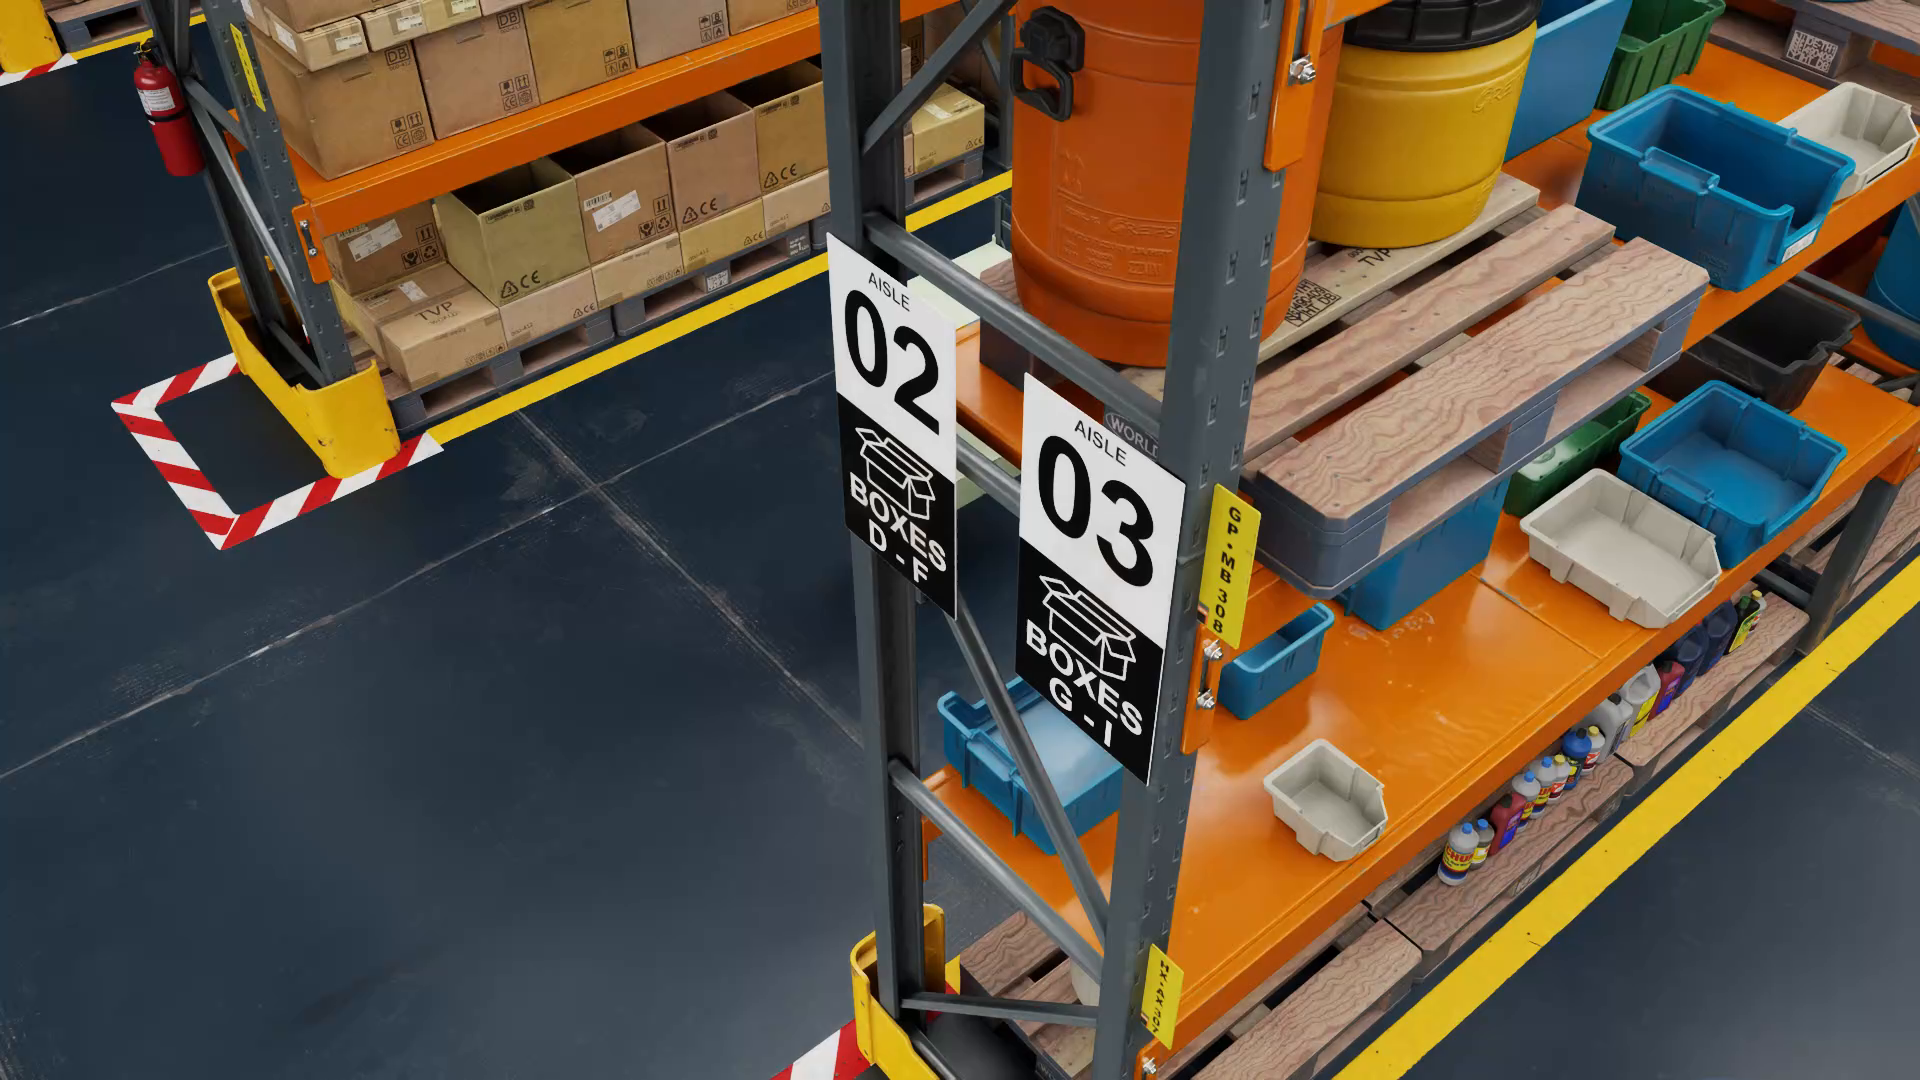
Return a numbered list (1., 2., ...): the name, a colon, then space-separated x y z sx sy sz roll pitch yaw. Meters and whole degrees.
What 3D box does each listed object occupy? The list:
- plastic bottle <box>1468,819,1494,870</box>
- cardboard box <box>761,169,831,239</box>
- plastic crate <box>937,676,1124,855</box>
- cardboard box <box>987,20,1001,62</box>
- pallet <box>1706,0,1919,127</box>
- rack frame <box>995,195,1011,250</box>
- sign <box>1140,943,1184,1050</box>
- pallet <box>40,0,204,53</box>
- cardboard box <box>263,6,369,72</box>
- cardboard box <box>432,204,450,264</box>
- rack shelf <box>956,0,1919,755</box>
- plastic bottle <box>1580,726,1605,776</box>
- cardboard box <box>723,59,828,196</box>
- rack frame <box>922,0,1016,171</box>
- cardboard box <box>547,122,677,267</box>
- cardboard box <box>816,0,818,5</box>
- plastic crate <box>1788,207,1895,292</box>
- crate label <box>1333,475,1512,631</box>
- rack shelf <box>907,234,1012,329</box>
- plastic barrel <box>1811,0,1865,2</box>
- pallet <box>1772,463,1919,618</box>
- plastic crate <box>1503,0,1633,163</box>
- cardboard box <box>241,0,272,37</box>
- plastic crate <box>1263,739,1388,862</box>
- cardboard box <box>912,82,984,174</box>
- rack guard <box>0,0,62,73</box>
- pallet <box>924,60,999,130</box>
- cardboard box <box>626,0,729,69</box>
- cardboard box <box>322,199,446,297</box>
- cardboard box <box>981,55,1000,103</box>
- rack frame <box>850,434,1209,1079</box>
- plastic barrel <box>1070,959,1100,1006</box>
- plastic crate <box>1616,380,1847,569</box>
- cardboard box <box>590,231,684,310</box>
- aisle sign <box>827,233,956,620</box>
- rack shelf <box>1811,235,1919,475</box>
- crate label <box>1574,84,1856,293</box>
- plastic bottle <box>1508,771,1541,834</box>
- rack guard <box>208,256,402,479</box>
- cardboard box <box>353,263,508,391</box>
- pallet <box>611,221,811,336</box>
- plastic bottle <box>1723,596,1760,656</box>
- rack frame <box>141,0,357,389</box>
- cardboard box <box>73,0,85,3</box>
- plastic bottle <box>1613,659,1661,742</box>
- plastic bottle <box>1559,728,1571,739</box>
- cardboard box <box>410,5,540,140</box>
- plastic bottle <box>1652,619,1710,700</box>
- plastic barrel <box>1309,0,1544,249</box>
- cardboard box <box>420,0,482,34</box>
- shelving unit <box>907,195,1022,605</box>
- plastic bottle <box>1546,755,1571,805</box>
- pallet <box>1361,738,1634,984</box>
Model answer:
1. plastic bottle: 1.780 1.037 5.731 0.097 0.201 0.097 0 43 0
2. cardboard box: -0.976 -1.895 8.832 0.500 0.250 0.500 -30 51 -28
3. plastic crate: 0.302 0.533 4.654 0.616 0.251 0.499 -30 51 -28
4. cardboard box: 0.480 -2.910 9.503 0.500 0.311 0.500 -30 51 -28
5. pallet: 2.688 -1.558 4.718 1.003 0.211 1.213 -30 51 -28
6. rack frame: 0.276 -0.705 6.958 0.023 1.500 0.400 -30 51 -28
7. sign: 0.460 1.045 3.797 0.005 0.325 0.100 -30 51 -28
8. pallet: -5.542 -3.702 11.091 1.213 0.211 1.003 -30 51 -28
9. cardboard box: -2.626 -2.079 6.780 0.250 0.149 0.380 -30 51 -28
10. cardboard box: -2.467 -1.515 8.427 0.500 0.250 0.500 -30 51 -28
11. rack shelf: 1.644 -0.854 4.356 4.000 0.370 1.077 -30 51 -28
12. plastic bottle: 2.274 0.754 6.032 0.097 0.201 0.097 0 43 0
13. cardboard box: -0.984 -2.175 8.582 0.500 0.500 0.500 -30 51 -28
14. rack frame: 0.003 -3.504 8.844 0.127 3.000 1.000 -30 51 -28
15. cardboard box: -1.753 -1.737 8.116 0.500 0.500 0.500 -30 51 -28
16. cardboard box: -0.734 -3.107 8.348 0.500 0.500 0.700 -30 51 -28
17. plastic crate: 3.353 -1.298 6.448 0.583 0.464 0.402 -30 51 -28
18. crate label: 1.348 -0.108 5.202 0.616 0.435 0.502 -30 51 -28
19. rack shelf: -0.005 -0.828 6.520 0.720 0.370 0.431 -30 51 -28
20. plastic barrel: 2.346 -1.950 4.325 0.708 0.901 0.600 -30 51 -28
21. pallet: 3.756 -0.250 7.416 1.213 0.211 1.003 -30 51 -28
22. plastic crate: 1.380 -1.228 4.240 0.575 0.384 0.392 -30 51 -28
23. cardboard box: -2.894 -2.288 7.002 0.250 0.149 0.380 -31 51 -28
24. plastic crate: 1.003 0.727 4.531 0.250 0.136 0.298 -30 51 -28
25. cardboard box: -0.212 -2.337 9.302 0.500 0.250 0.500 -30 51 -28
26. rack guard: -6.188 -3.469 10.632 0.348 0.500 1.175 -30 51 -28
27. pallet: 0.543 -2.832 10.165 1.213 0.211 1.003 -30 51 -28
28. cardboard box: -1.513 -2.663 7.875 0.500 0.500 0.700 -28 50 -27
29. cardboard box: -2.845 -1.563 7.931 0.500 0.500 0.500 -30 51 -28
30. cardboard box: 0.472 -2.702 9.691 0.500 0.250 0.500 -31 51 -29
31. rack frame: 0.110 0.855 4.202 0.127 3.000 1.000 -30 51 -28
32. plastic barrel: 0.566 1.280 5.260 0.421 0.512 0.421 0 43 0
33. plastic crate: 2.504 -0.219 5.454 0.616 0.251 0.499 -30 51 -28
34. cardboard box: -1.746 -1.458 8.366 0.500 0.250 0.500 -30 51 -28
35. aisle sign: -0.136 -0.217 3.444 0.004 0.787 0.394 -30 51 -28
36. rack shelf: 4.712 -1.518 7.254 4.000 0.370 1.077 -30 51 -28
37. crate label: 1.758 -0.832 3.916 0.408 0.251 0.502 -30 51 -28
38. plastic bottle: 1.964 0.906 5.819 0.097 0.271 0.097 0 43 0
39. rack guard: -3.083 -0.826 7.817 0.348 0.500 1.175 -30 51 -28
40. cardboard box: -2.511 -1.017 7.897 0.500 0.250 0.500 -30 51 -28
41. pallet: -1.570 -1.622 8.876 1.213 0.211 1.003 -30 51 -28
42. plastic bottle: 3.021 0.313 6.442 0.133 0.283 0.061 -27 50 -26
43. rack frame: -3.065 -1.747 6.973 0.127 3.000 1.000 -30 51 -28
44. cardboard box: -5.658 -3.784 10.784 0.500 0.311 0.500 33 52 30
45. plastic bottle: 2.474 0.564 6.125 0.185 0.351 0.144 -30 51 -28
46. plastic bottle: 2.278 0.602 6.134 0.133 0.283 0.061 -30 51 -28
47. cardboard box: -2.299 -2.215 7.398 0.500 0.500 0.700 -28 50 -27
48. plastic bottle: 2.722 0.422 6.277 0.185 0.351 0.144 -32 52 -30
49. plastic barrel: 0.903 -1.027 3.571 0.600 0.588 0.600 0 43 0
50. cardboard box: -2.233 -2.306 7.021 0.250 0.149 0.380 -30 51 -28
51. shelving unit: -0.005 -0.544 6.787 0.755 1.500 0.431 -30 51 -28
52. plastic bottle: 2.116 0.844 5.936 0.097 0.201 0.097 0 43 0
53. pallet: 1.700 0.927 6.163 1.213 0.211 1.003 -30 51 -28
